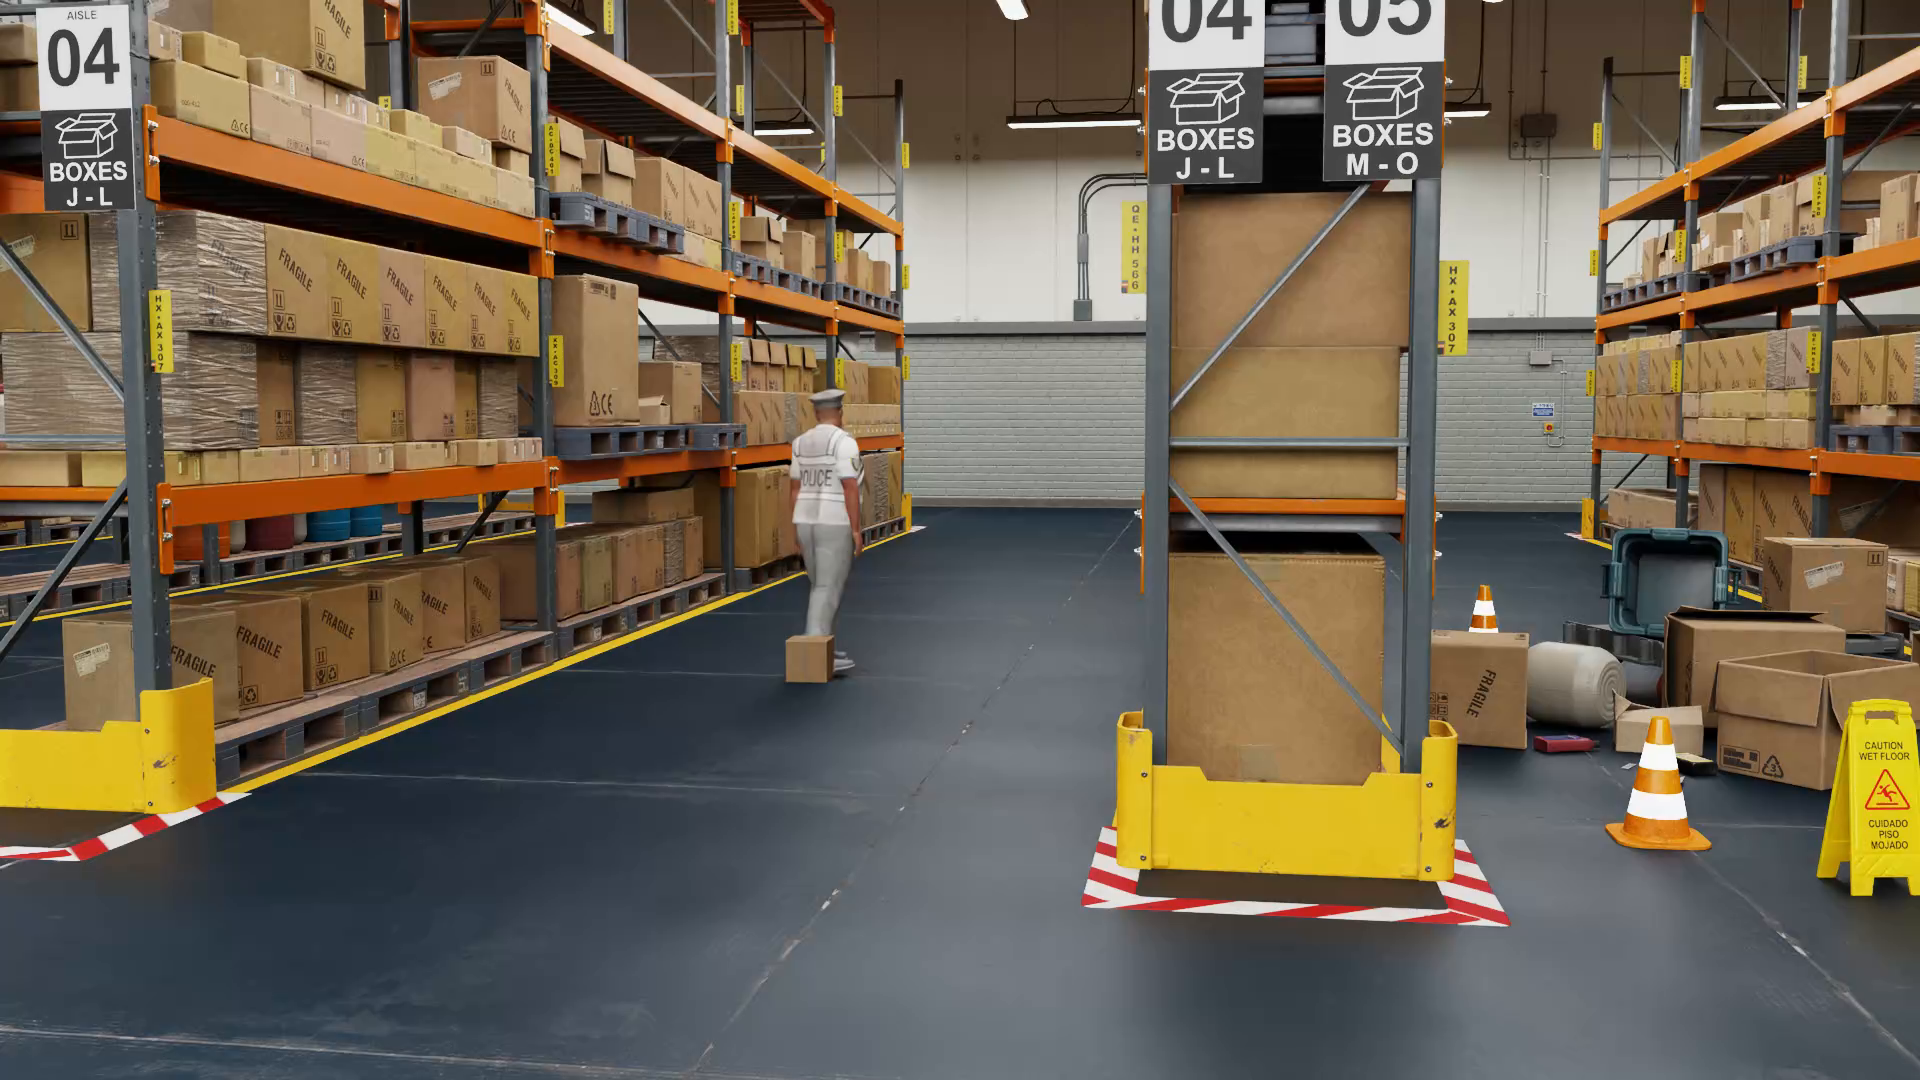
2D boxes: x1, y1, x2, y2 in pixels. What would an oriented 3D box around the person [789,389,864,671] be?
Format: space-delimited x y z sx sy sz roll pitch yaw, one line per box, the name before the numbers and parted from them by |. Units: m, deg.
person | -0.823 -0.064 10.371 0.569 1.752 0.576 4 6 45
